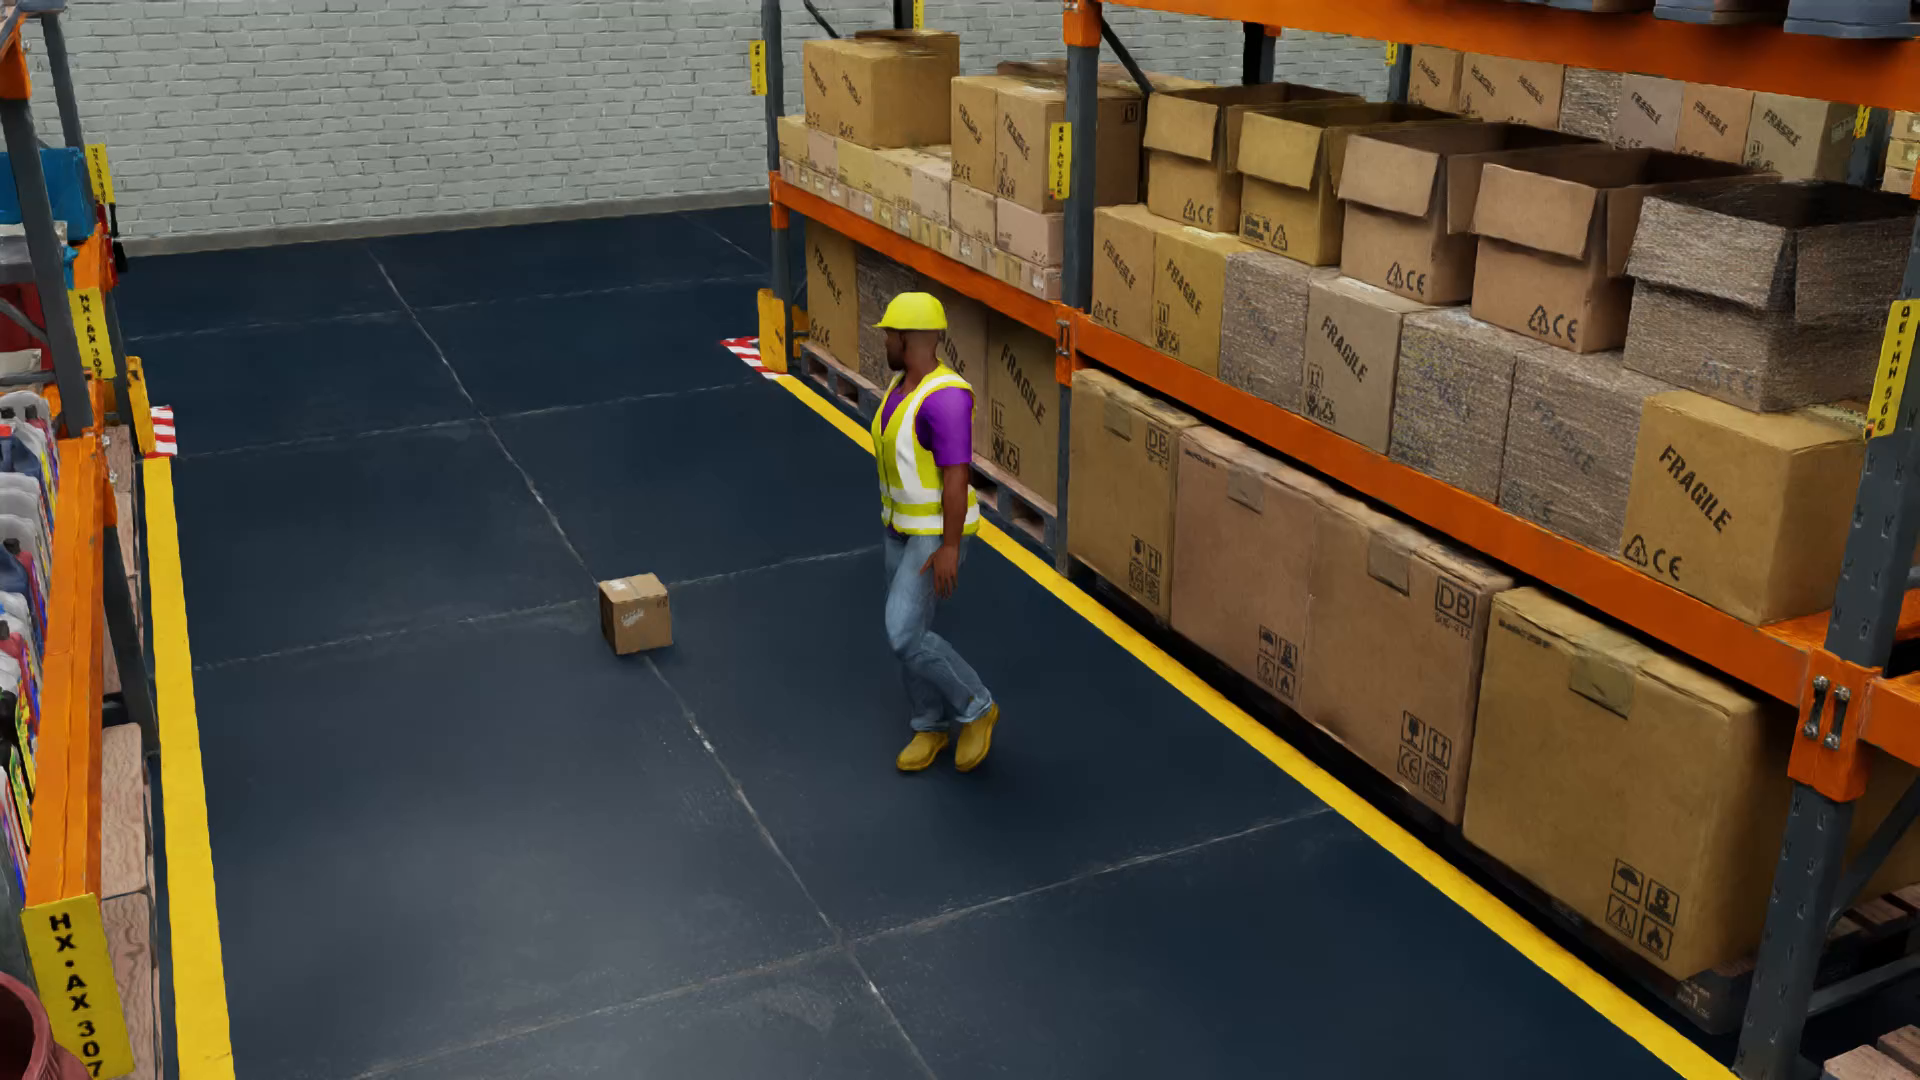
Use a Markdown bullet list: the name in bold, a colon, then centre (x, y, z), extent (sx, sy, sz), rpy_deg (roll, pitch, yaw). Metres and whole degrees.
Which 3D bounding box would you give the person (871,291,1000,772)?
- **person**: centre (-0.143, -0.022, 6.130), extent (0.432, 1.753, 0.701), rpy_deg (-12, 25, -26)
